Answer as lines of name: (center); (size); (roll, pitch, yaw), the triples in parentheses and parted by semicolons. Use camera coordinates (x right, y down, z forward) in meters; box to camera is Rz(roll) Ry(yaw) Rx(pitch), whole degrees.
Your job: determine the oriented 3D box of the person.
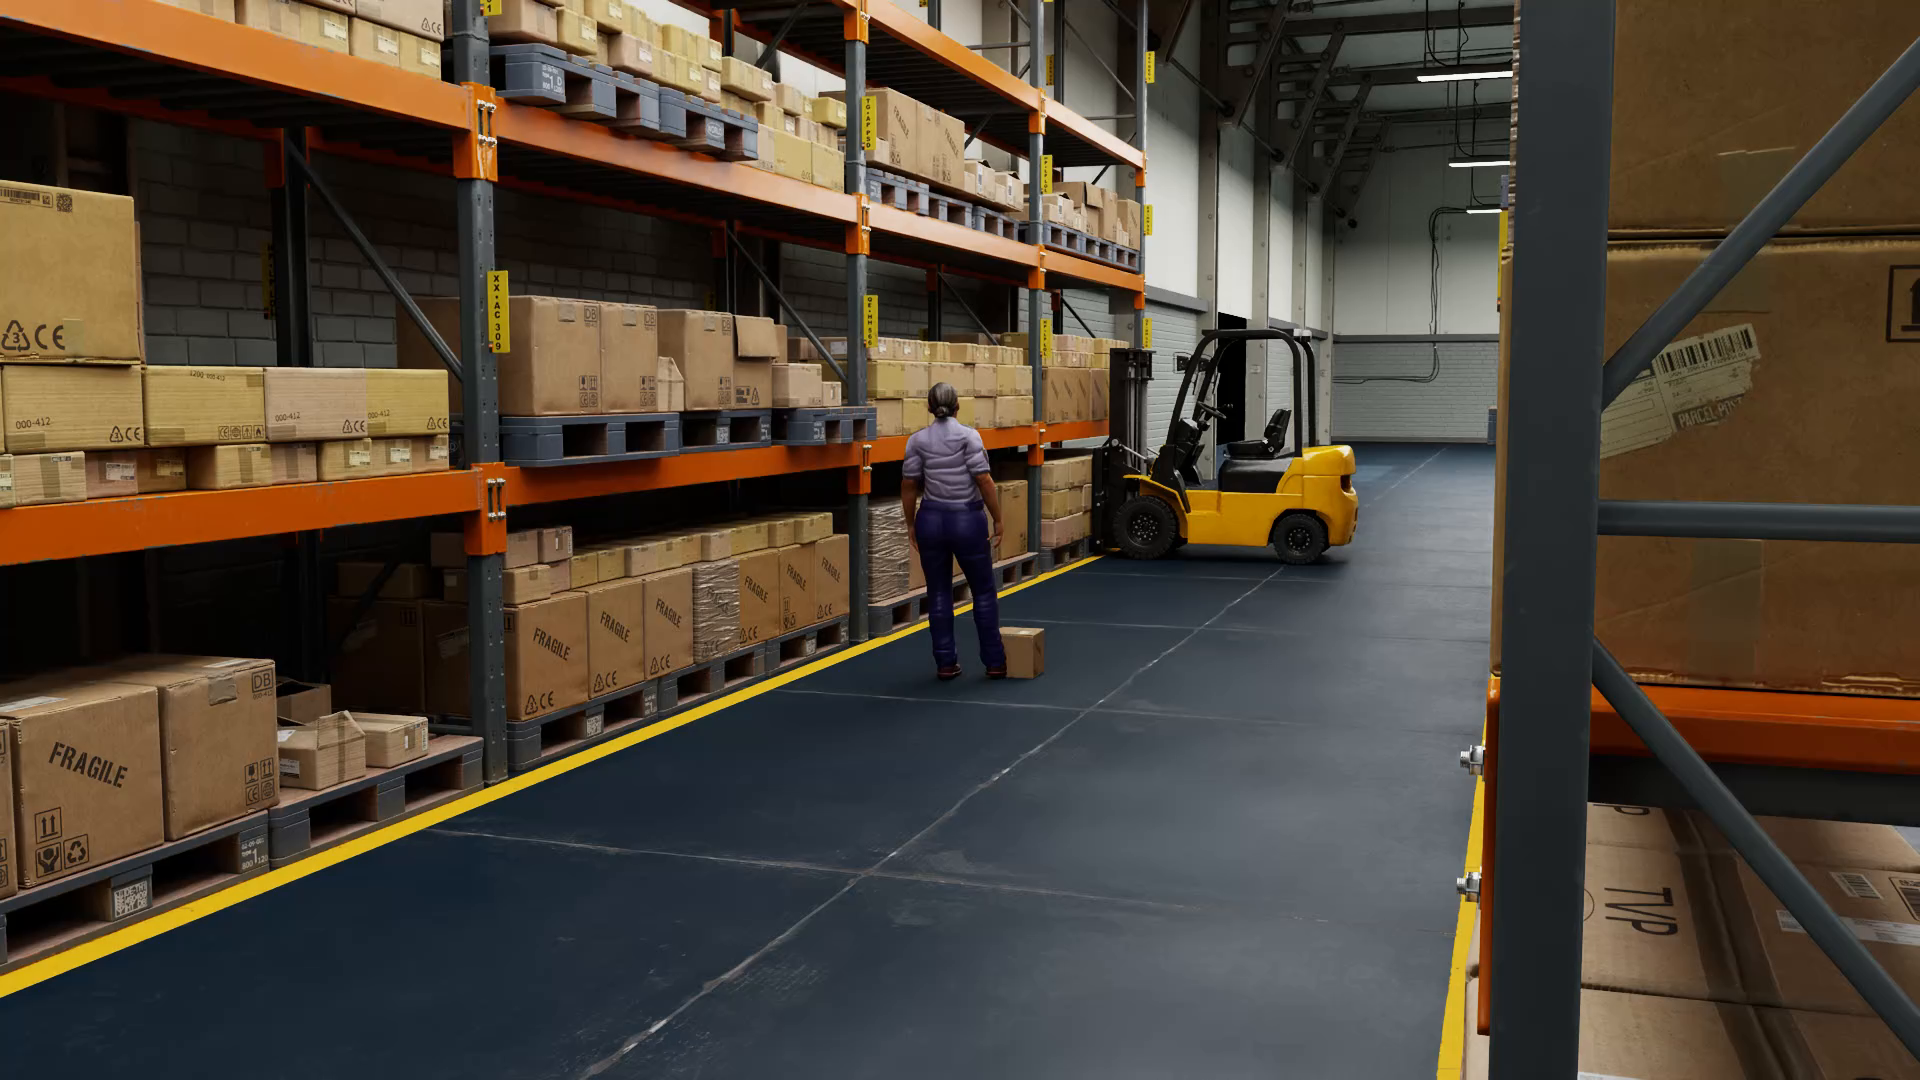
person: (-0.001, -0.056, 9.319); (0.599, 1.651, 0.504); (2, 6, 19)
